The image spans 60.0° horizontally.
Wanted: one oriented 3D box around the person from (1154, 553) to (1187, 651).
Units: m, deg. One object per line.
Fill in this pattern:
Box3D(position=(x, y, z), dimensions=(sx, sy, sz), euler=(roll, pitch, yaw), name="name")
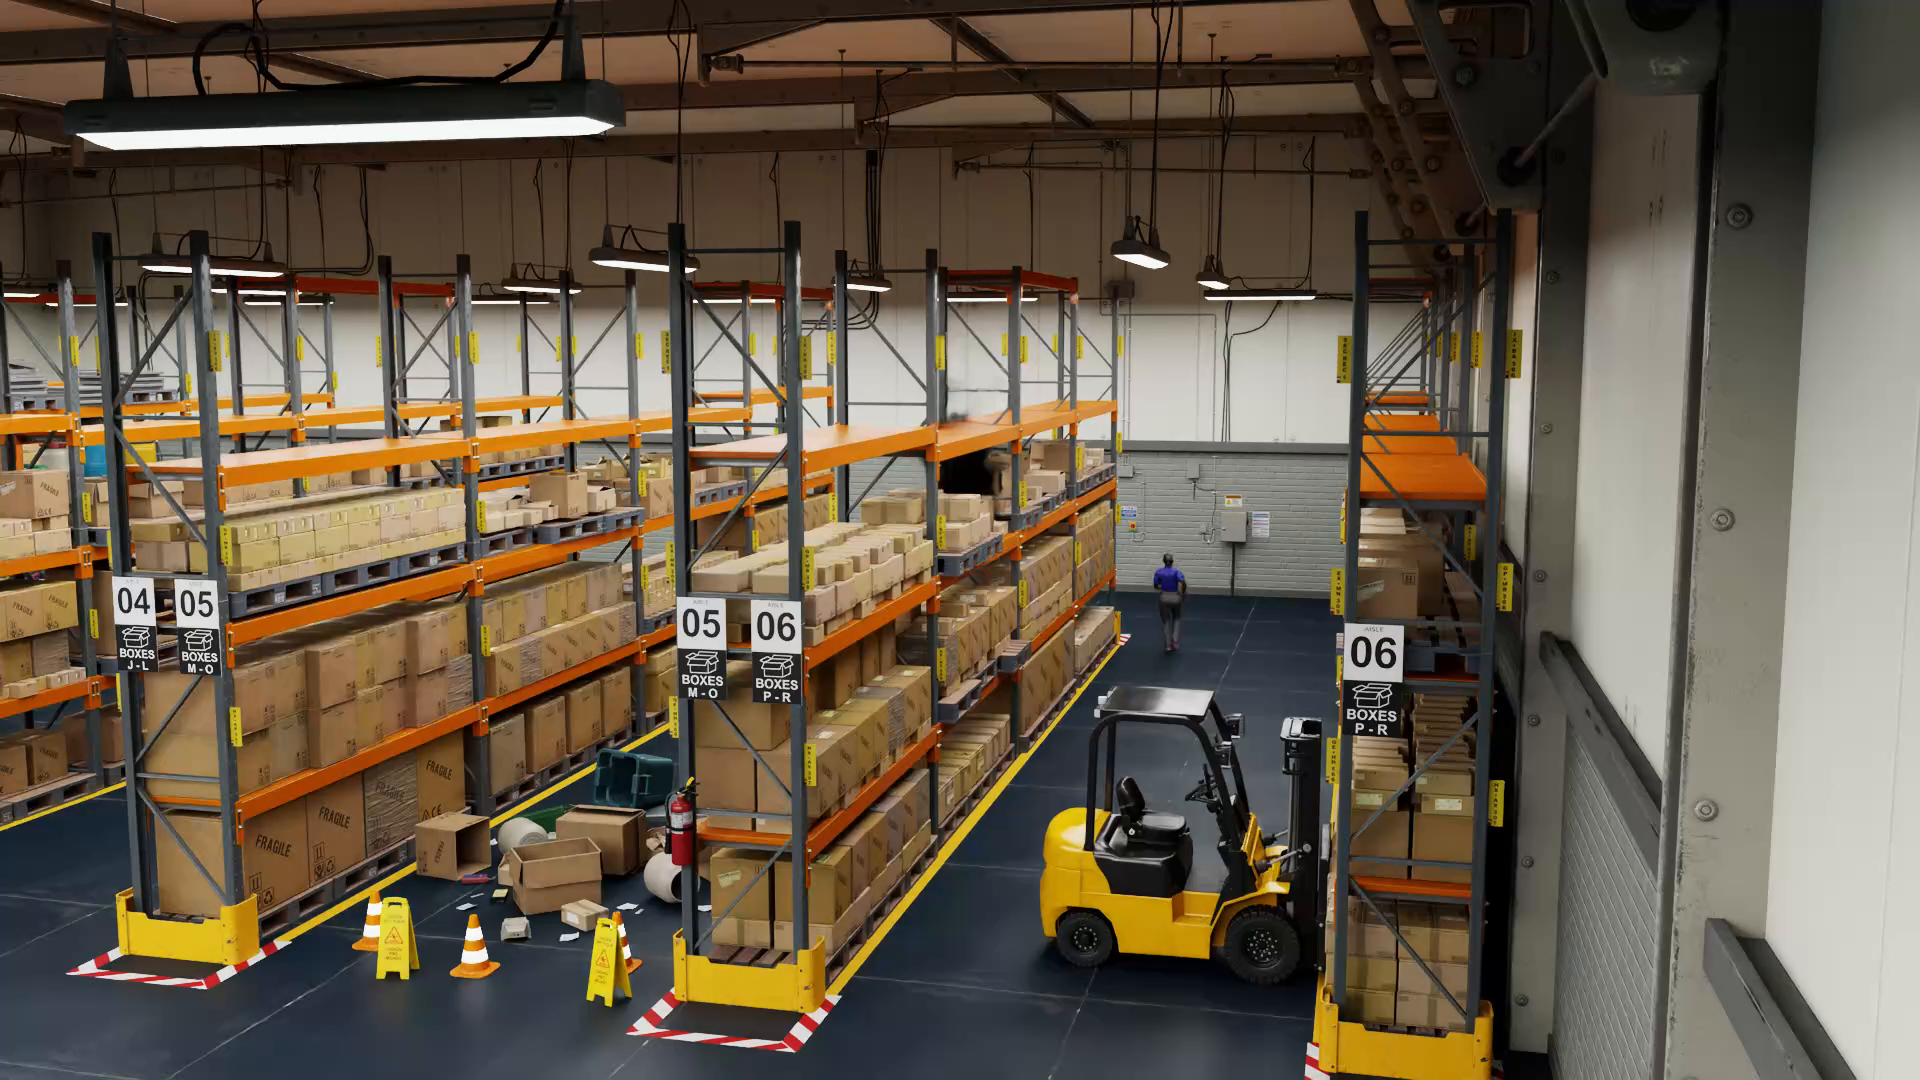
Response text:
Box3D(position=(3.457, 1.027, 27.365), dimensions=(0.537, 1.659, 0.603), euler=(1, 7, 8), name="person")
